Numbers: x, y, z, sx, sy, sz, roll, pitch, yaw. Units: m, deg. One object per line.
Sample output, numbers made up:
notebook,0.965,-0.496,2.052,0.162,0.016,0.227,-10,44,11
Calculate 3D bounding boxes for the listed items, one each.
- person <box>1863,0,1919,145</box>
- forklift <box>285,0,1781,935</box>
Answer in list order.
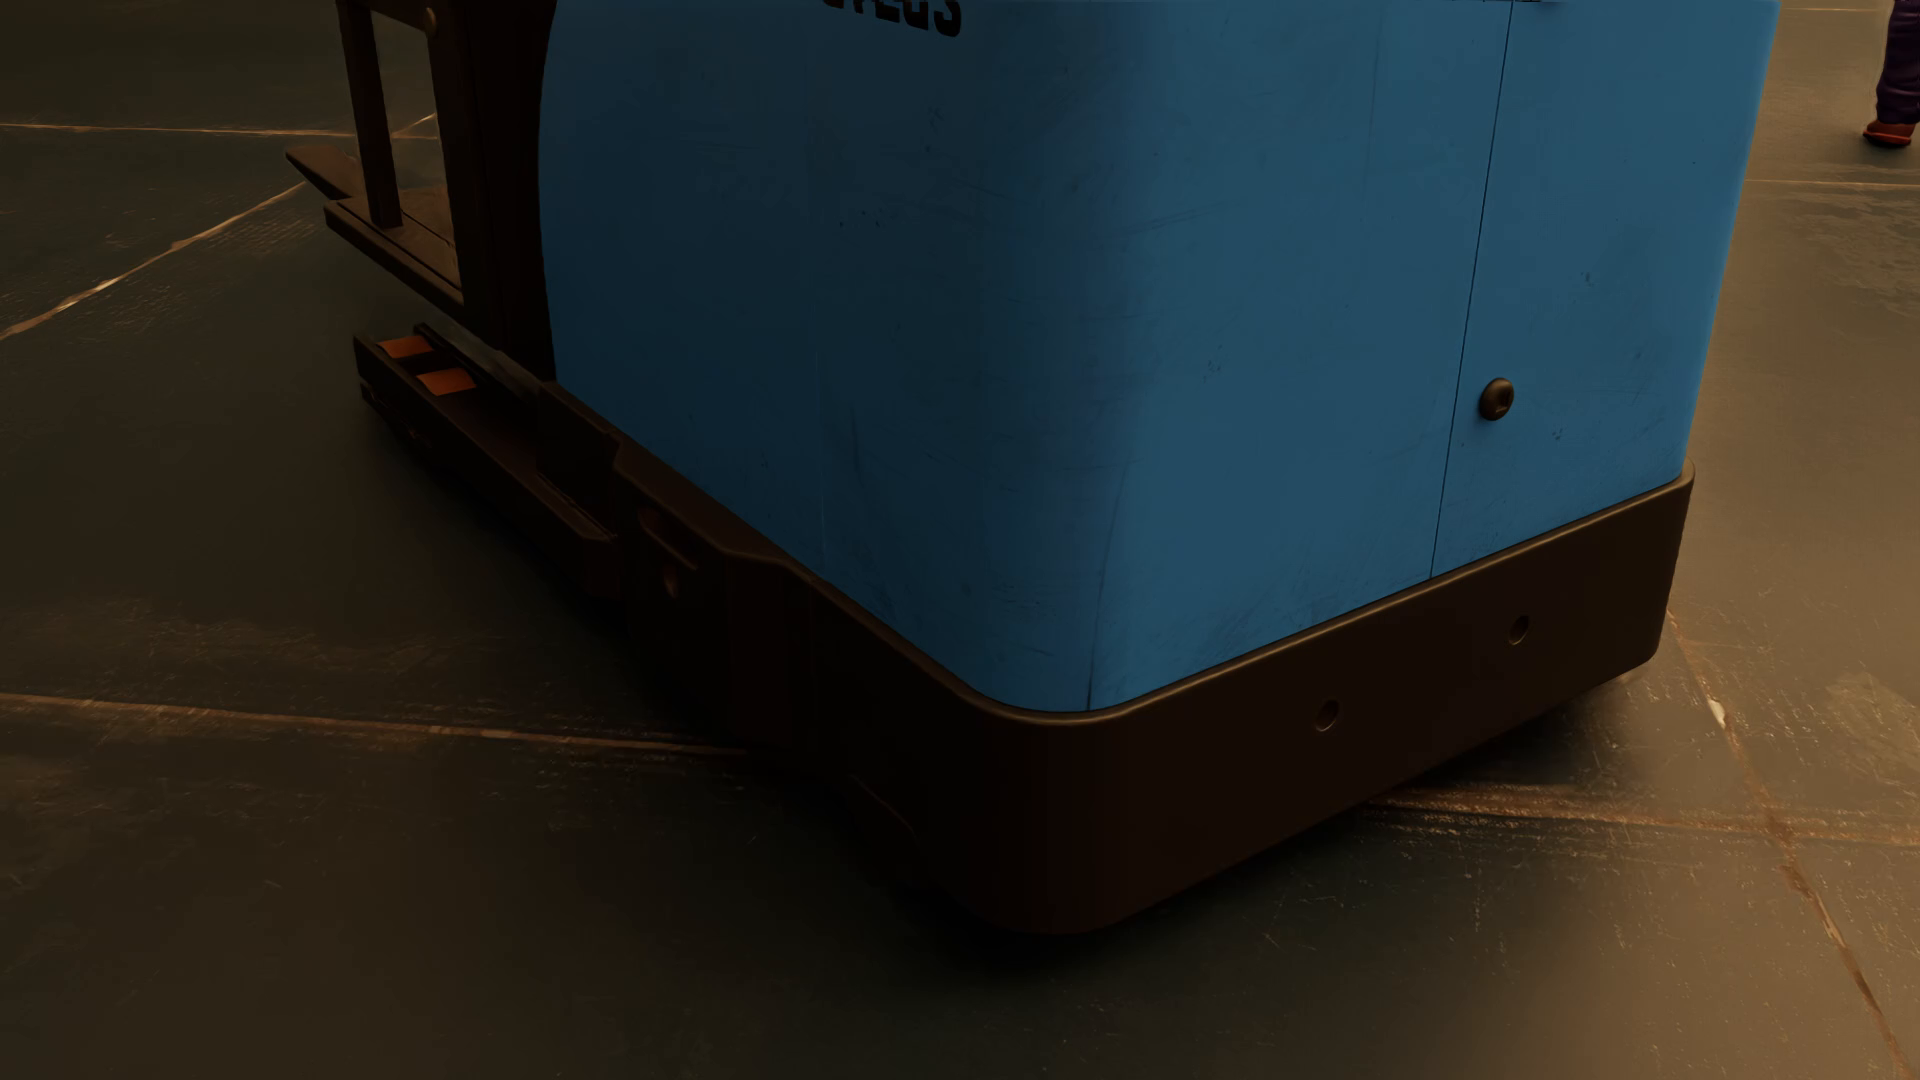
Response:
person,2.757,-1.840,4.360,0.559,1.669,0.435,18,32,32
forklift,-0.383,-1.538,2.300,1.130,2.935,3.031,-18,31,-31
